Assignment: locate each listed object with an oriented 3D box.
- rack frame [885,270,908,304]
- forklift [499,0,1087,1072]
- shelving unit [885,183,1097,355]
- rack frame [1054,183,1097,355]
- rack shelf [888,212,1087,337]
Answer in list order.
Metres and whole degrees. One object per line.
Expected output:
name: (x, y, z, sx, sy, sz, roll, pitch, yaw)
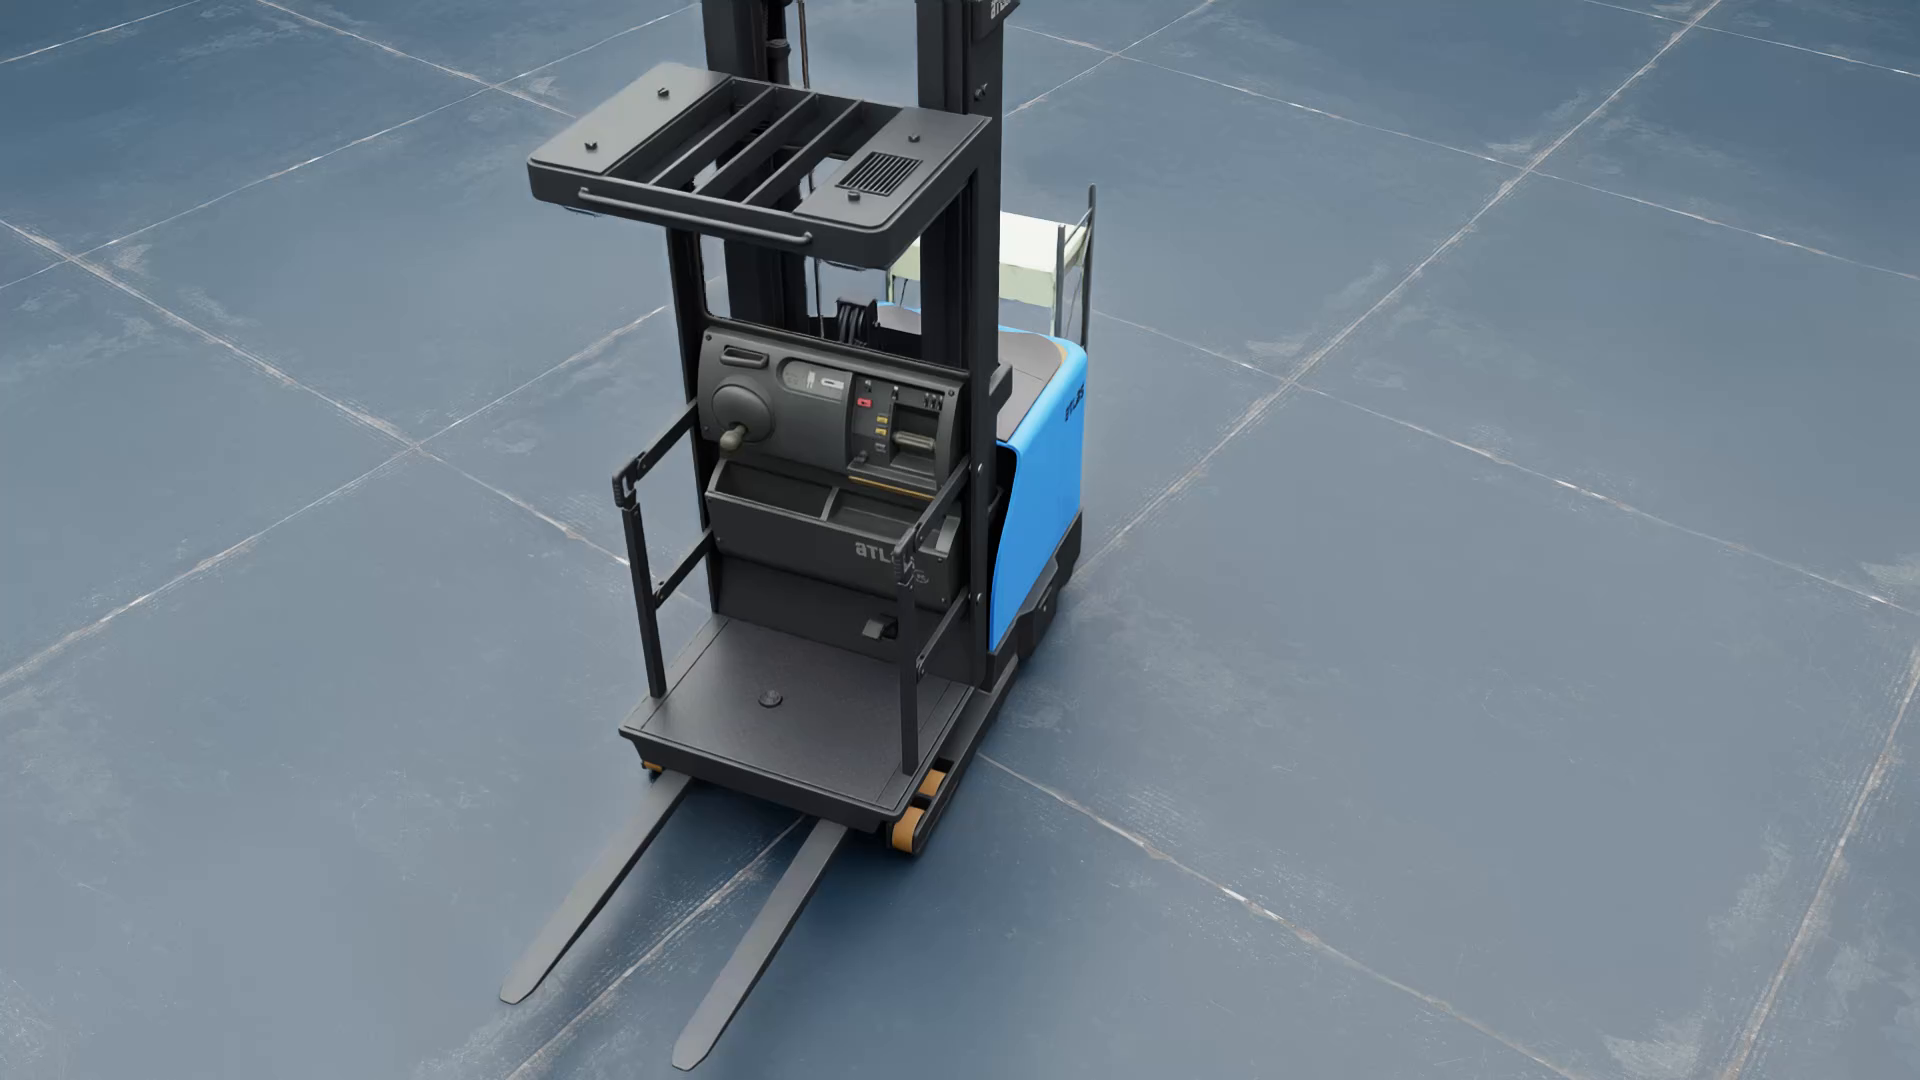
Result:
rack frame: (-0.217, -0.890, 7.170, 0.023, 1.500, 0.400, 14, 40, 18)
forklift: (-0.523, -0.355, 5.326, 1.130, 2.935, 3.031, 14, 40, 18)
shelving unit: (0.120, -0.803, 7.059, 0.755, 1.500, 0.431, 14, 40, 18)
rack frame: (0.458, -0.716, 6.948, 0.023, 1.500, 0.400, 14, 40, 18)
rack shelf: (0.120, -1.110, 6.818, 0.720, 0.370, 0.431, 14, 40, 18)
